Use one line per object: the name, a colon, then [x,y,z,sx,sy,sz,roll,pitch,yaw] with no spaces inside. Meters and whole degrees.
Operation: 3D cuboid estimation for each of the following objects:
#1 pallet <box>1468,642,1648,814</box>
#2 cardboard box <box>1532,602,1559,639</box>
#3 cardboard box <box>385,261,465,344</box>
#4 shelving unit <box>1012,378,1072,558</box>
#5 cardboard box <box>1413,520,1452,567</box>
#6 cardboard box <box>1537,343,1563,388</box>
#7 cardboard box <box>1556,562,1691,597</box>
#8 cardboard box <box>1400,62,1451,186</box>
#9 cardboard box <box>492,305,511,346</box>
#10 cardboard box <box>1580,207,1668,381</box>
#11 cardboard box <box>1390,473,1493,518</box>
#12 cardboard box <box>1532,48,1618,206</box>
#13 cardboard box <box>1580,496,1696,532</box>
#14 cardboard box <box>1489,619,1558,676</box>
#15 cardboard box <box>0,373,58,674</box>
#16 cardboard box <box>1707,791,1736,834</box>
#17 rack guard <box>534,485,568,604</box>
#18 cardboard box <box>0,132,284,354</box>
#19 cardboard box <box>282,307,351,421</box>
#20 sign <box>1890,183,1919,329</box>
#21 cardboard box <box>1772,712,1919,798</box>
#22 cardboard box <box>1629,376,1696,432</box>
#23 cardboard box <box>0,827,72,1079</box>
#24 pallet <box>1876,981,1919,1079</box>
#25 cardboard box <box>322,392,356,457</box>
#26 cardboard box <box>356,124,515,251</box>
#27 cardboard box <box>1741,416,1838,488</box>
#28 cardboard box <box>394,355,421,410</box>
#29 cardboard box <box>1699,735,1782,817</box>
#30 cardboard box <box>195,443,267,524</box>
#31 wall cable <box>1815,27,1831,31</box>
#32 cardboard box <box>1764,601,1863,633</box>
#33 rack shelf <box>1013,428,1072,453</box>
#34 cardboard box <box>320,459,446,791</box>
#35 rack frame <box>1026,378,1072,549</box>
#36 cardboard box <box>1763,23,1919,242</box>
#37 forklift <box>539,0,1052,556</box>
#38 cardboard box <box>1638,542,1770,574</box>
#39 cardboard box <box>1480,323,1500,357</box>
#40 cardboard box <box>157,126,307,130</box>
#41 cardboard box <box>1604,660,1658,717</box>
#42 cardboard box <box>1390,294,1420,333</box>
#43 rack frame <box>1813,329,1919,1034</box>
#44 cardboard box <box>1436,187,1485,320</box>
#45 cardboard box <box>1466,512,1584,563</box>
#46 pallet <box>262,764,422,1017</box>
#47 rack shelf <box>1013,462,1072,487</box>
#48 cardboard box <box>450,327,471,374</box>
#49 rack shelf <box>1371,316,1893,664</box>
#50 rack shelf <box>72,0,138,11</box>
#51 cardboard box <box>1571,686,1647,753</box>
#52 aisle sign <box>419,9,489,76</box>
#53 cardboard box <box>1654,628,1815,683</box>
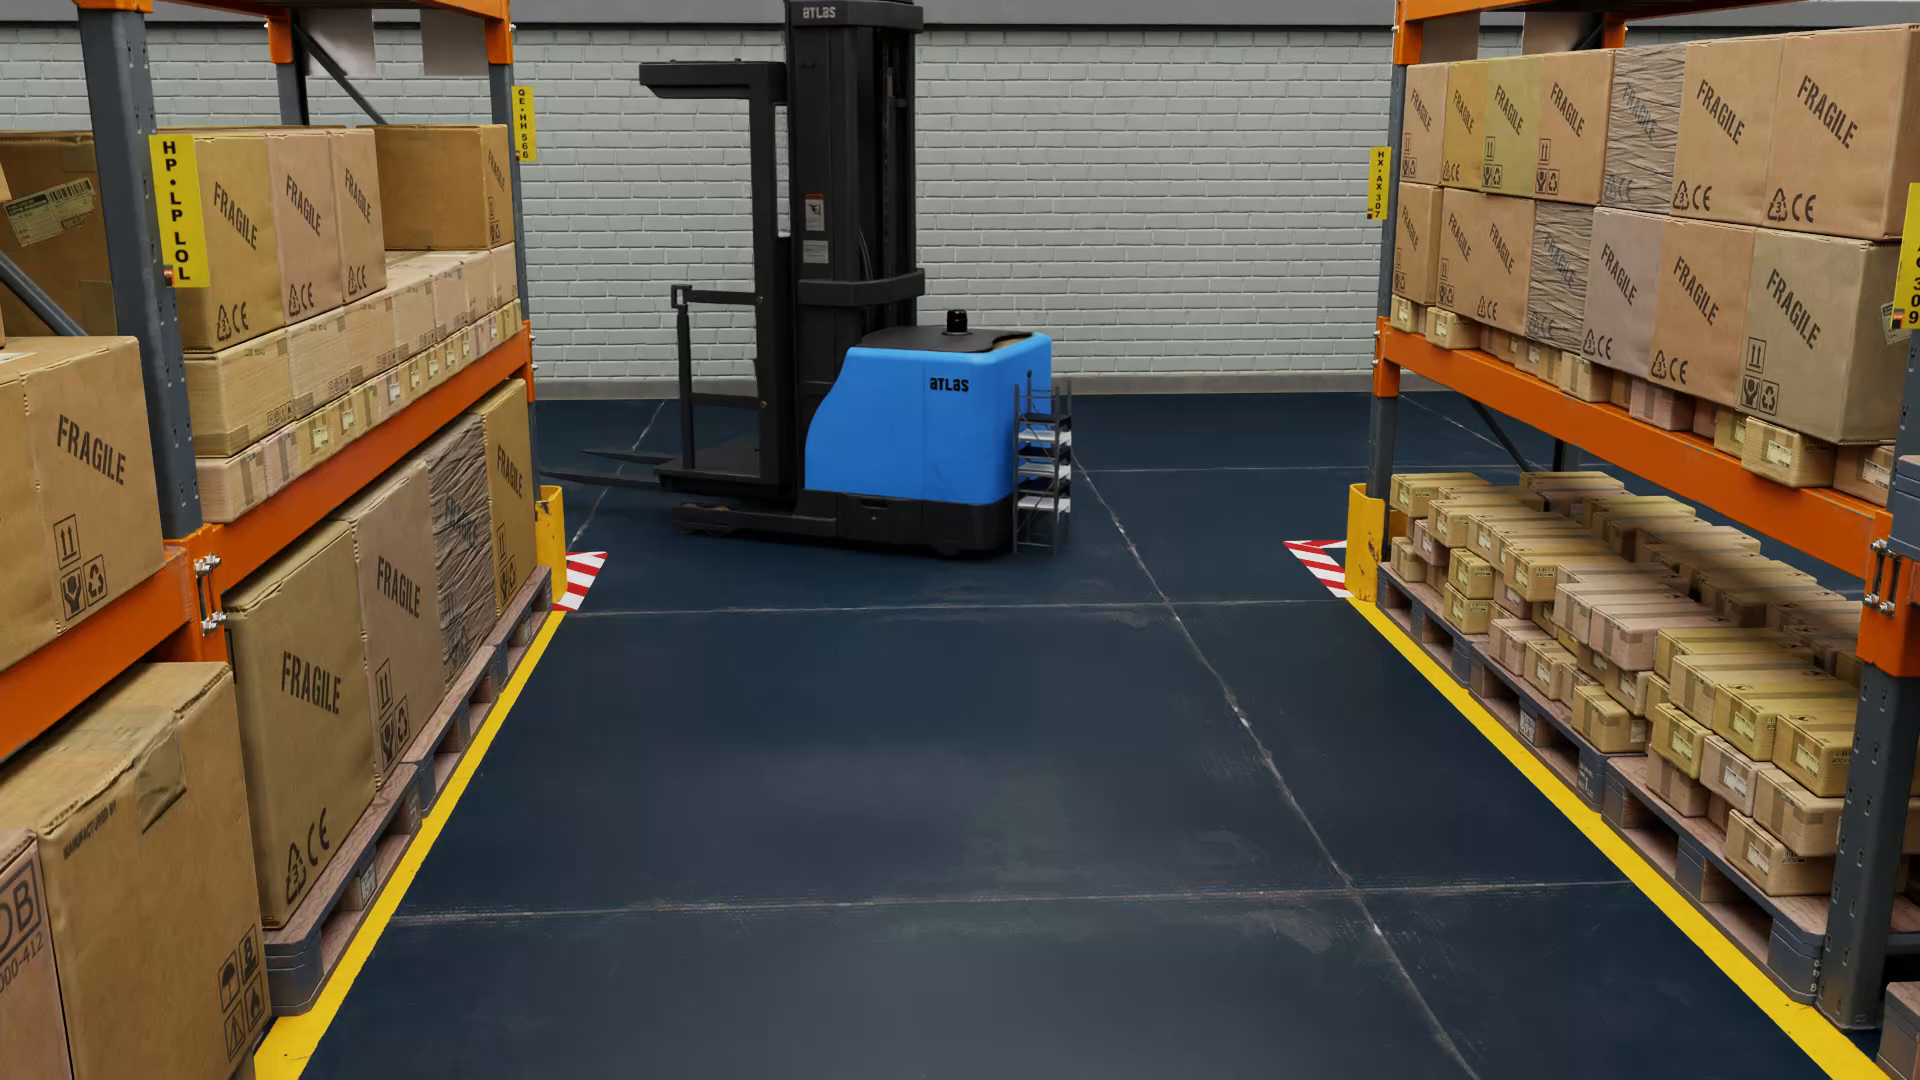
pallet: [2.560,0.648,6.084,1.003,0.211,1.213,-1,14,-3]
cardboard box: [2.385,0.266,6.253,0.380,0.149,0.250,0,14,-1]
cardboard box: [-2.131,-0.877,6.121,0.500,0.250,0.500,-1,14,-5]
shelving unit: [0.430,-0.376,8.683,0.258,0.900,0.210,5,15,20]
cardboard box: [2.205,0.010,7.250,0.380,0.149,0.250,-1,14,-4]
cardboard box: [2.308,-0.632,5.967,0.380,0.149,0.250,0,14,-1]
cardboard box: [2.373,0.186,5.968,0.380,0.149,0.250,-1,14,-3]
cardboard box: [2.231,-1.788,7.150,0.500,0.500,0.500,-1,14,-4]
cardboard box: [-2.120,-0.905,7.030,0.380,0.149,0.250,-1,14,-3]
cardboard box: [2.343,-0.793,5.291,0.500,0.500,0.500,-1,14,-4]
cardboard box: [2.161,-0.202,7.476,0.380,0.149,0.250,-2,15,-6]
cardboard box: [2.313,-1.406,5.666,0.500,0.500,0.500,-1,14,-5]
cardboard box: [2.855,-0.084,7.017,0.380,0.149,0.250,-1,14,-5]
cardboard box: [2.247,0.402,6.323,0.380,0.149,0.250,-2,15,-6]
cardboard box: [-1.916,0.007,2.781,0.500,0.500,0.500,0,14,-2]
cardboard box: [2.419,0.787,4.825,0.380,0.149,0.250,0,14,-2]
rack guard: [-2.490,0.029,7.908,1.175,0.500,0.348,-1,14,-3]
cardboard box: [-2.016,-0.738,4.074,0.500,0.500,0.500,-1,14,-3]
cardboard box: [-2.035,-0.496,4.640,0.500,0.250,0.500,-1,14,-4]
sign: [2.174,-0.641,3.759,0.100,0.325,0.005,-1,14,-3]
cardboard box: [2.434,0.573,4.464,0.380,0.149,0.250,0,14,-2]
cardboard box: [2.345,-0.439,5.216,0.380,0.149,0.250,-2,15,-6]
cardboard box: [-2.125,1.026,2.439,1.225,0.875,0.875,-1,14,-5]
pallet: [2.765,1.312,3.502,1.003,0.211,1.213,-1,14,-3]
cardboard box: [-1.979,-0.334,4.807,0.380,0.149,0.250,-1,14,-5]
cardboard box: [-2.196,-1.493,7.007,0.500,0.500,0.500,-1,14,-3]
cardboard box: [2.340,-0.240,4.443,0.380,0.149,0.250,-1,14,-5]
cardboard box: [-2.026,-0.525,5.551,0.380,0.149,0.250,-1,14,-5]
cardboard box: [2.350,0.661,4.719,0.380,0.149,0.250,-2,15,-6]
cardboard box: [-1.927,-0.137,4.045,0.380,0.149,0.250,-1,14,-3]
wall cable: [7.029,-3.237,13.487,0.585,1.953,0.123,-1,14,-3]
cardboard box: [2.905,0.308,5.494,0.380,0.149,0.250,-1,14,-2]
rack shelf: [0.430,-0.518,8.646,0.258,0.077,0.200,5,15,20]
cardboard box: [-2.258,0.256,5.433,0.875,0.875,0.875,-1,14,-3]
rack frame: [0.466,-0.400,8.775,0.240,0.900,0.006,5,15,20]
cardboard box: [2.417,-1.021,4.171,0.500,0.500,0.500,-1,14,-5]
forklift: [-1.050,-1.551,9.171,3.031,2.935,1.130,6,16,21]
cardboard box: [2.785,0.115,6.245,0.380,0.149,0.250,-1,14,-5]
cardboard box: [2.334,-0.827,6.723,0.380,0.149,0.250,0,14,-1]
cardboard box: [-2.660,-1.233,5.998,0.500,0.500,0.500,-1,14,-5]
cardboard box: [2.362,0.468,5.471,0.380,0.149,0.250,-1,14,-2]
cardboard box: [2.161,-1.019,7.472,0.380,0.149,0.250,-1,14,-4]
rack frame: [2.716,-0.232,3.907,1.000,3.000,0.127,-1,14,-3]
cardboard box: [2.278,-1.170,6.758,0.500,0.500,0.500,-1,14,-3]
cardboard box: [2.284,-0.010,6.730,0.380,0.149,0.250,-2,15,-6]
pallet: [-2.210,0.980,4.795,1.003,0.211,1.213,-1,14,-3]
rack shelf: [0.430,-0.344,8.691,0.258,0.077,0.200,5,15,20]
cardboard box: [-2.074,-0.716,6.294,0.380,0.149,0.250,-1,14,-5]
rack shelf: [2.592,-0.381,5.930,1.077,0.370,4.000,-1,14,-3]
rack shelf: [-2.117,-0.787,1.490,1.077,0.370,4.000,-1,14,-3]
cardboard box: [2.287,0.596,5.569,0.380,0.149,0.250,-1,14,-4]
aisle sign: [-2.194,-2.457,7.337,0.394,0.787,0.004,-1,14,-3]
cardboard box: [2.418,0.382,5.205,0.380,0.149,0.250,0,14,-2]
